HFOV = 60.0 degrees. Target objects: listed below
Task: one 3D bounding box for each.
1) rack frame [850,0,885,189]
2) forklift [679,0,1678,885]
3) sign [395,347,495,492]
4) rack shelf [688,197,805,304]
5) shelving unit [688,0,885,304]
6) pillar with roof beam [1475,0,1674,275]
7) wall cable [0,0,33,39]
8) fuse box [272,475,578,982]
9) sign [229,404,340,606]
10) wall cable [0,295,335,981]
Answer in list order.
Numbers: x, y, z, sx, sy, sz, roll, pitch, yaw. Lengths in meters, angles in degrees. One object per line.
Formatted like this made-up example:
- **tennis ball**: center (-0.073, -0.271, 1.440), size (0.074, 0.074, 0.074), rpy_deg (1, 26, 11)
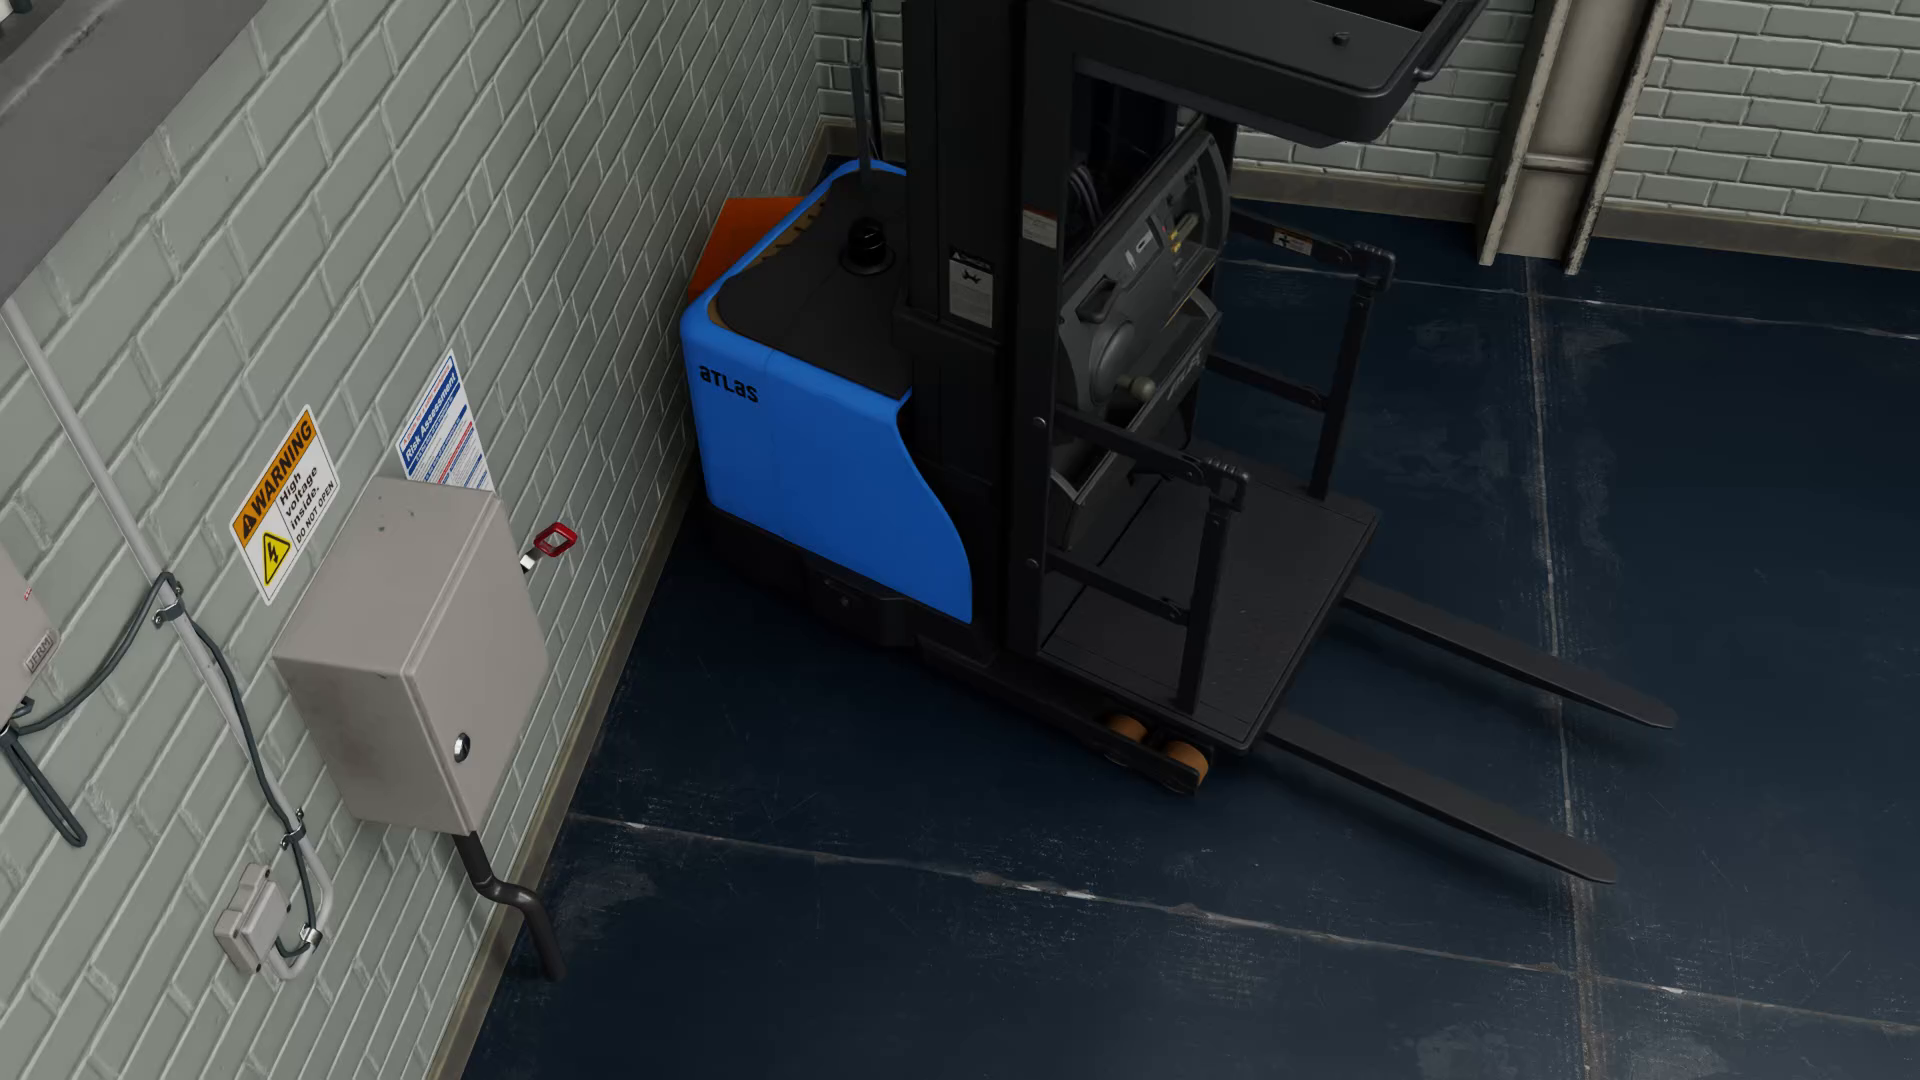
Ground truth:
- **rack frame**: center (-0.282, -1.102, 5.678), size (0.032, 1.500, 0.500), rpy_deg (0, 49, 2)
- **forklift**: center (0.680, -0.668, 4.379), size (3.031, 2.935, 1.130), rpy_deg (24, 52, 20)
- **sign**: center (-1.212, -0.164, 3.945), size (0.001, 0.494, 0.329), rpy_deg (8, 49, 7)
- **rack shelf**: center (-0.784, -0.980, 5.833), size (1.000, 0.185, 0.538), rpy_deg (0, 49, 2)
- **shelving unit**: center (-0.799, -1.098, 5.697), size (1.083, 1.500, 0.587), rpy_deg (0, 49, 2)
- **pillar with roof beam**: center (1.560, -1.064, 0.656), size (0.400, 9.000, 9.100), rpy_deg (8, 49, 7)
- **wall cable**: center (-1.039, -2.708, 2.108), size (0.133, 3.039, 2.988), rpy_deg (8, 49, 7)
- **fuse box**: center (-1.096, 0.624, 4.039), size (0.414, 1.711, 0.539), rpy_deg (8, 49, 7)
- **sign**: center (-1.310, -0.070, 3.241), size (0.001, 0.242, 0.339), rpy_deg (8, 49, 7)
- **wall cable**: center (-1.373, 0.332, 2.752), size (0.122, 1.984, 0.588), rpy_deg (8, 49, 7)
